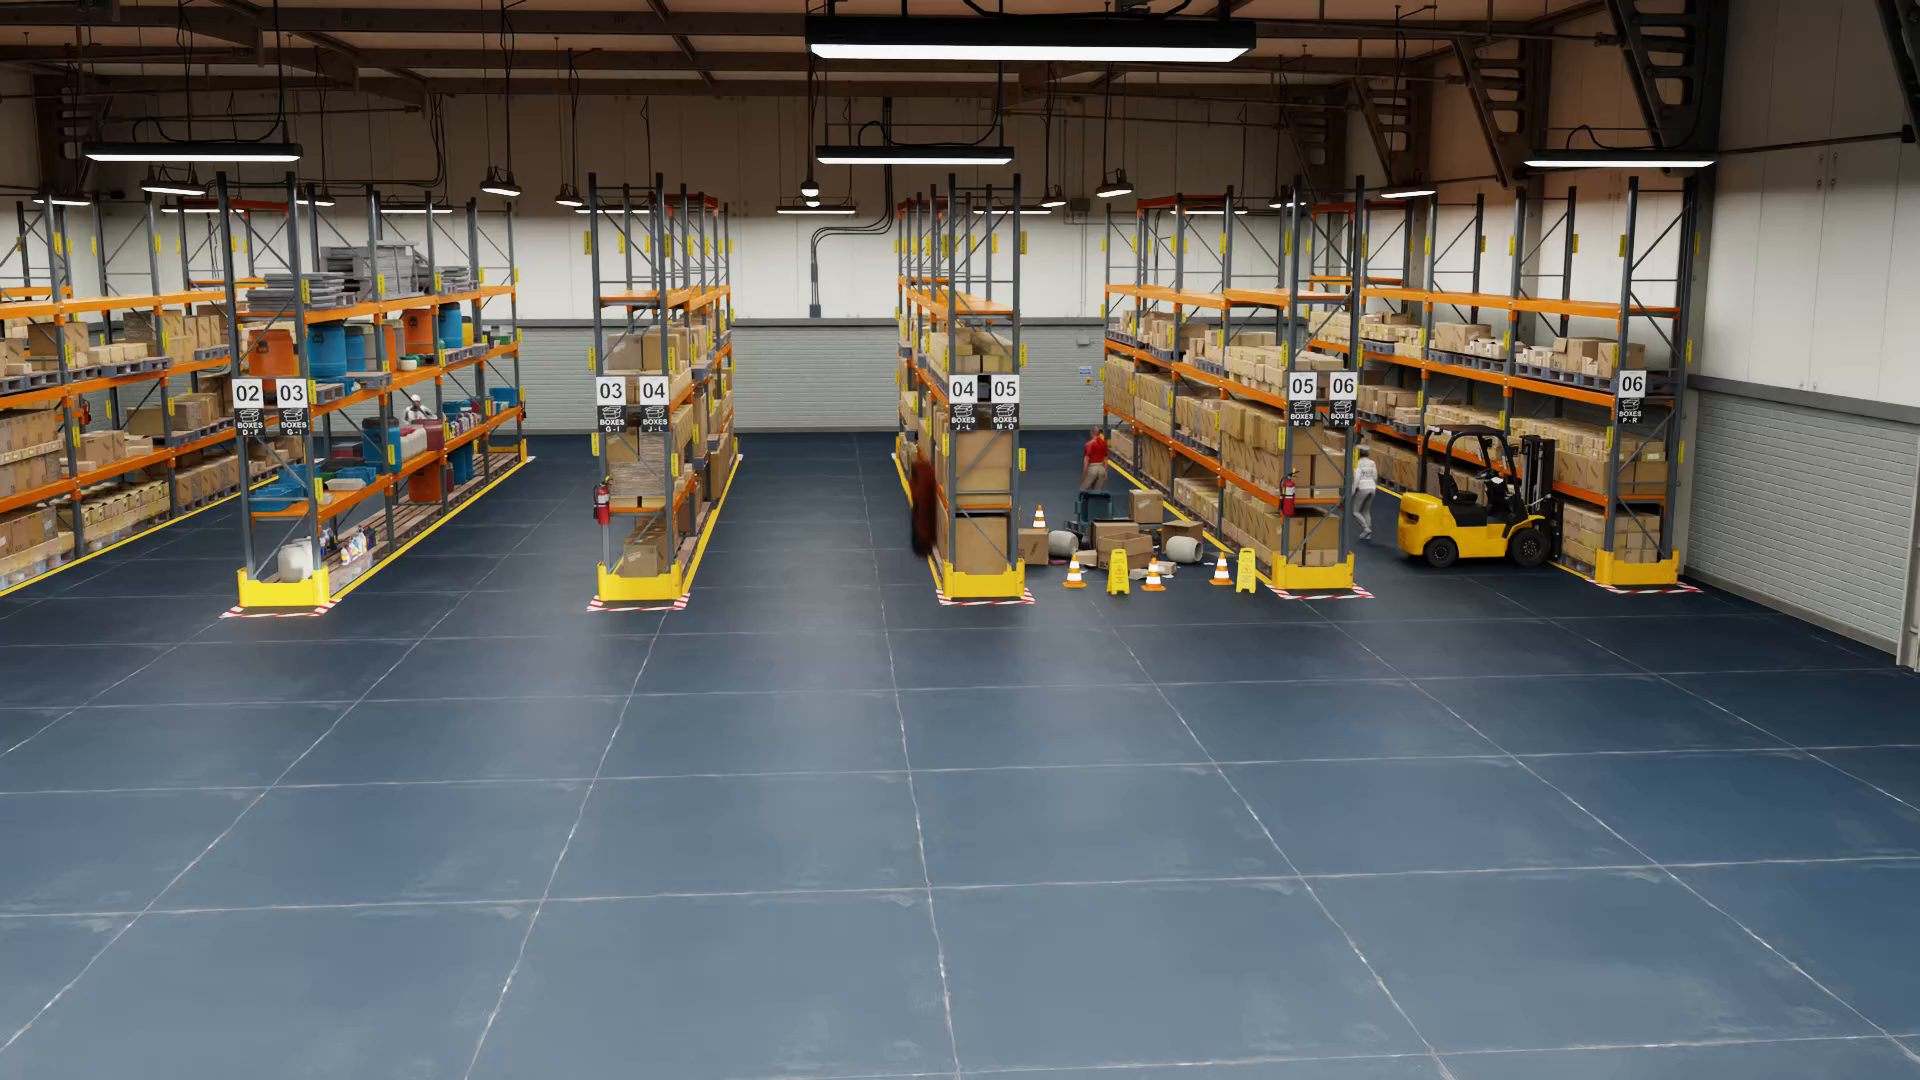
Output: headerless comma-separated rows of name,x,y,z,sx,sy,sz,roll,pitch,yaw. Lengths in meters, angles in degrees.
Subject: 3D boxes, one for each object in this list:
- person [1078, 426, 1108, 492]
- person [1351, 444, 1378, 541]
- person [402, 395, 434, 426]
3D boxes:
person,2.480,-1.223,30.778,0.576,1.766,0.394,-6,12,-33
person,7.018,-0.818,28.693,0.558,1.632,0.619,-5,11,-24
person,-12.397,-2.516,38.125,0.628,1.676,0.734,1,10,7
